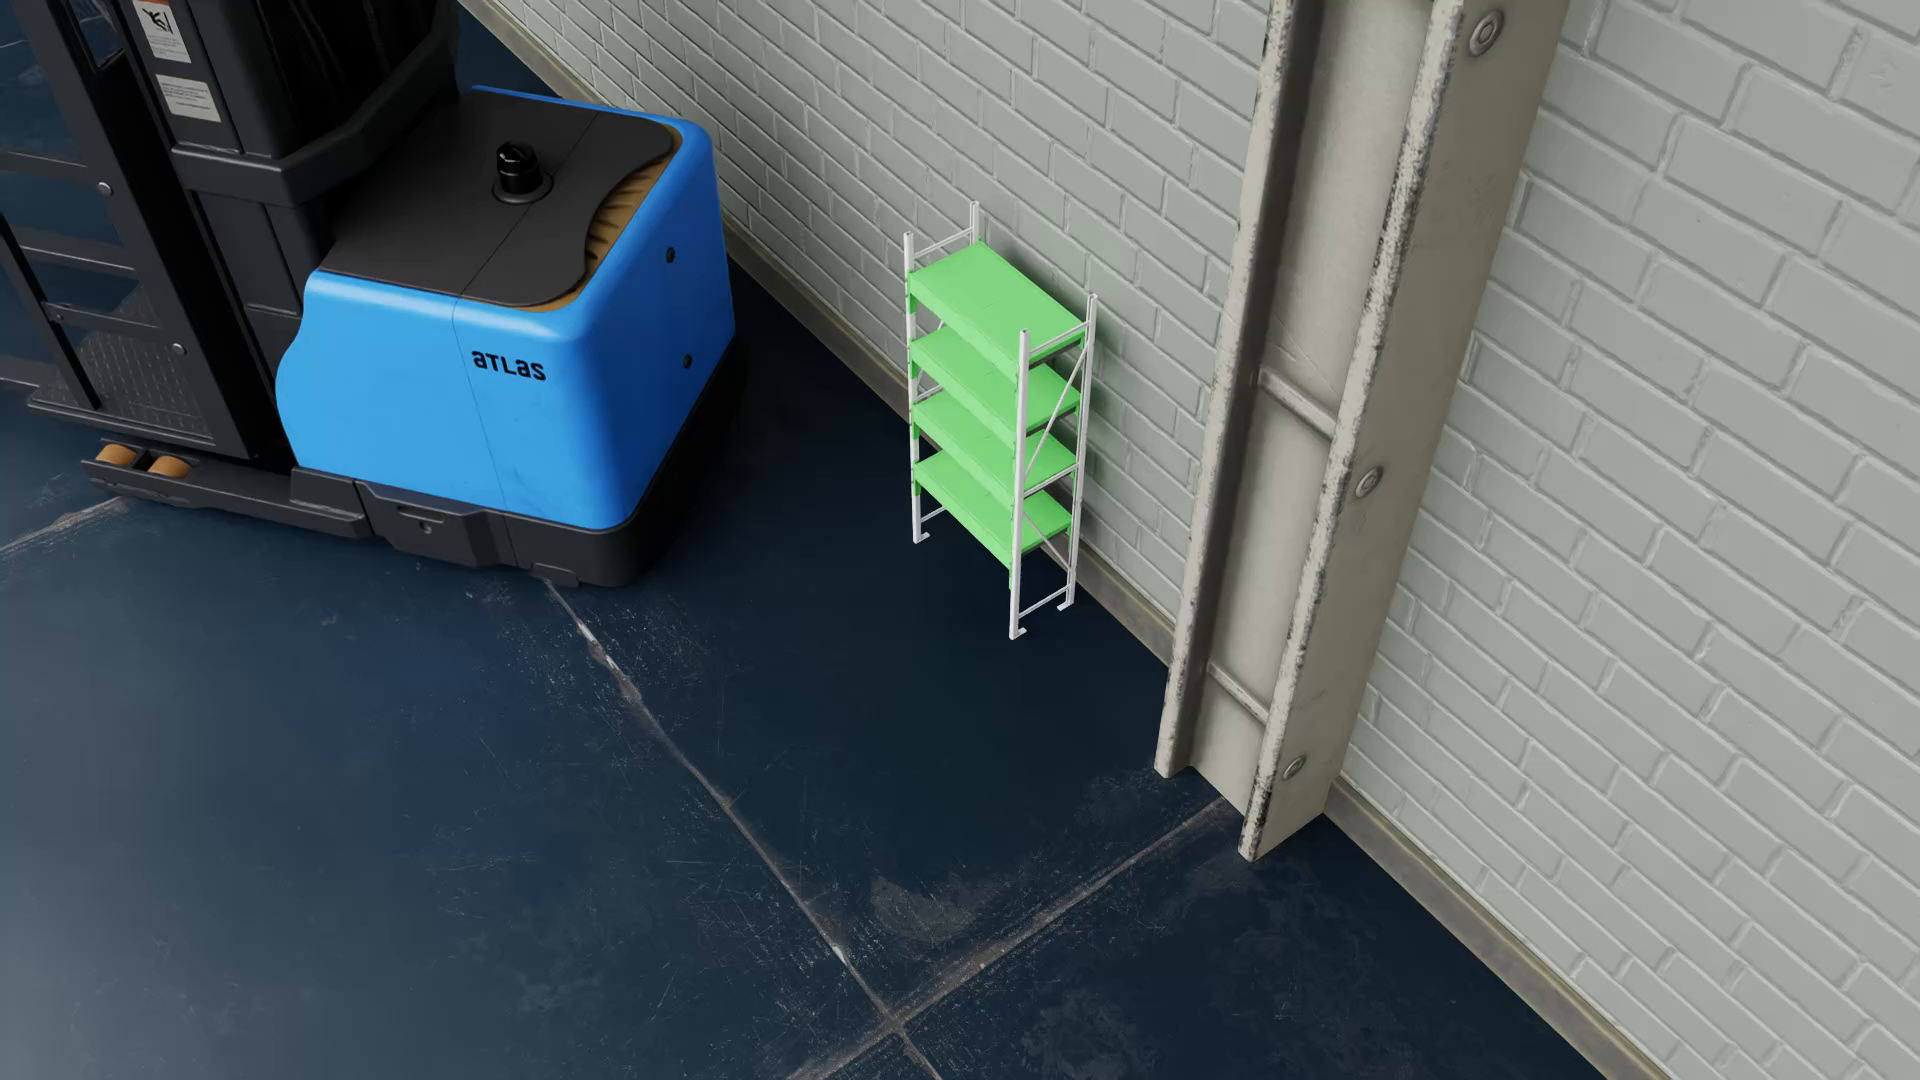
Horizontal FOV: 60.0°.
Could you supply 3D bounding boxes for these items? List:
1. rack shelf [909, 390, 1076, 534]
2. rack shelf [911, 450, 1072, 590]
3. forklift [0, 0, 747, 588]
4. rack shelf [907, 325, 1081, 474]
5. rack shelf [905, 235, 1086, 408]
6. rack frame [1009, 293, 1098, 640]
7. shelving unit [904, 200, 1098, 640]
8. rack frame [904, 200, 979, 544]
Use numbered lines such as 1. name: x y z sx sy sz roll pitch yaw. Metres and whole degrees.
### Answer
1. rack shelf: 0.100 -0.262 4.764 0.258 0.148 0.480 -29 54 -24
2. rack shelf: 0.100 -0.101 4.942 0.258 0.148 0.480 -29 54 -24
3. forklift: -2.296 -1.456 4.591 3.031 2.935 1.130 12 49 11
4. rack shelf: 0.100 -0.424 4.587 0.258 0.148 0.480 -29 54 -24
5. rack shelf: 0.100 -0.585 4.409 0.258 0.148 0.480 -29 54 -24
6. rack frame: 0.248 -0.162 4.587 0.240 1.200 0.015 -29 54 -24
7. shelving unit: 0.100 -0.305 4.717 0.258 1.200 0.503 -29 54 -24
8. rack frame: -0.048 -0.449 4.847 0.240 1.200 0.015 -29 54 -24
